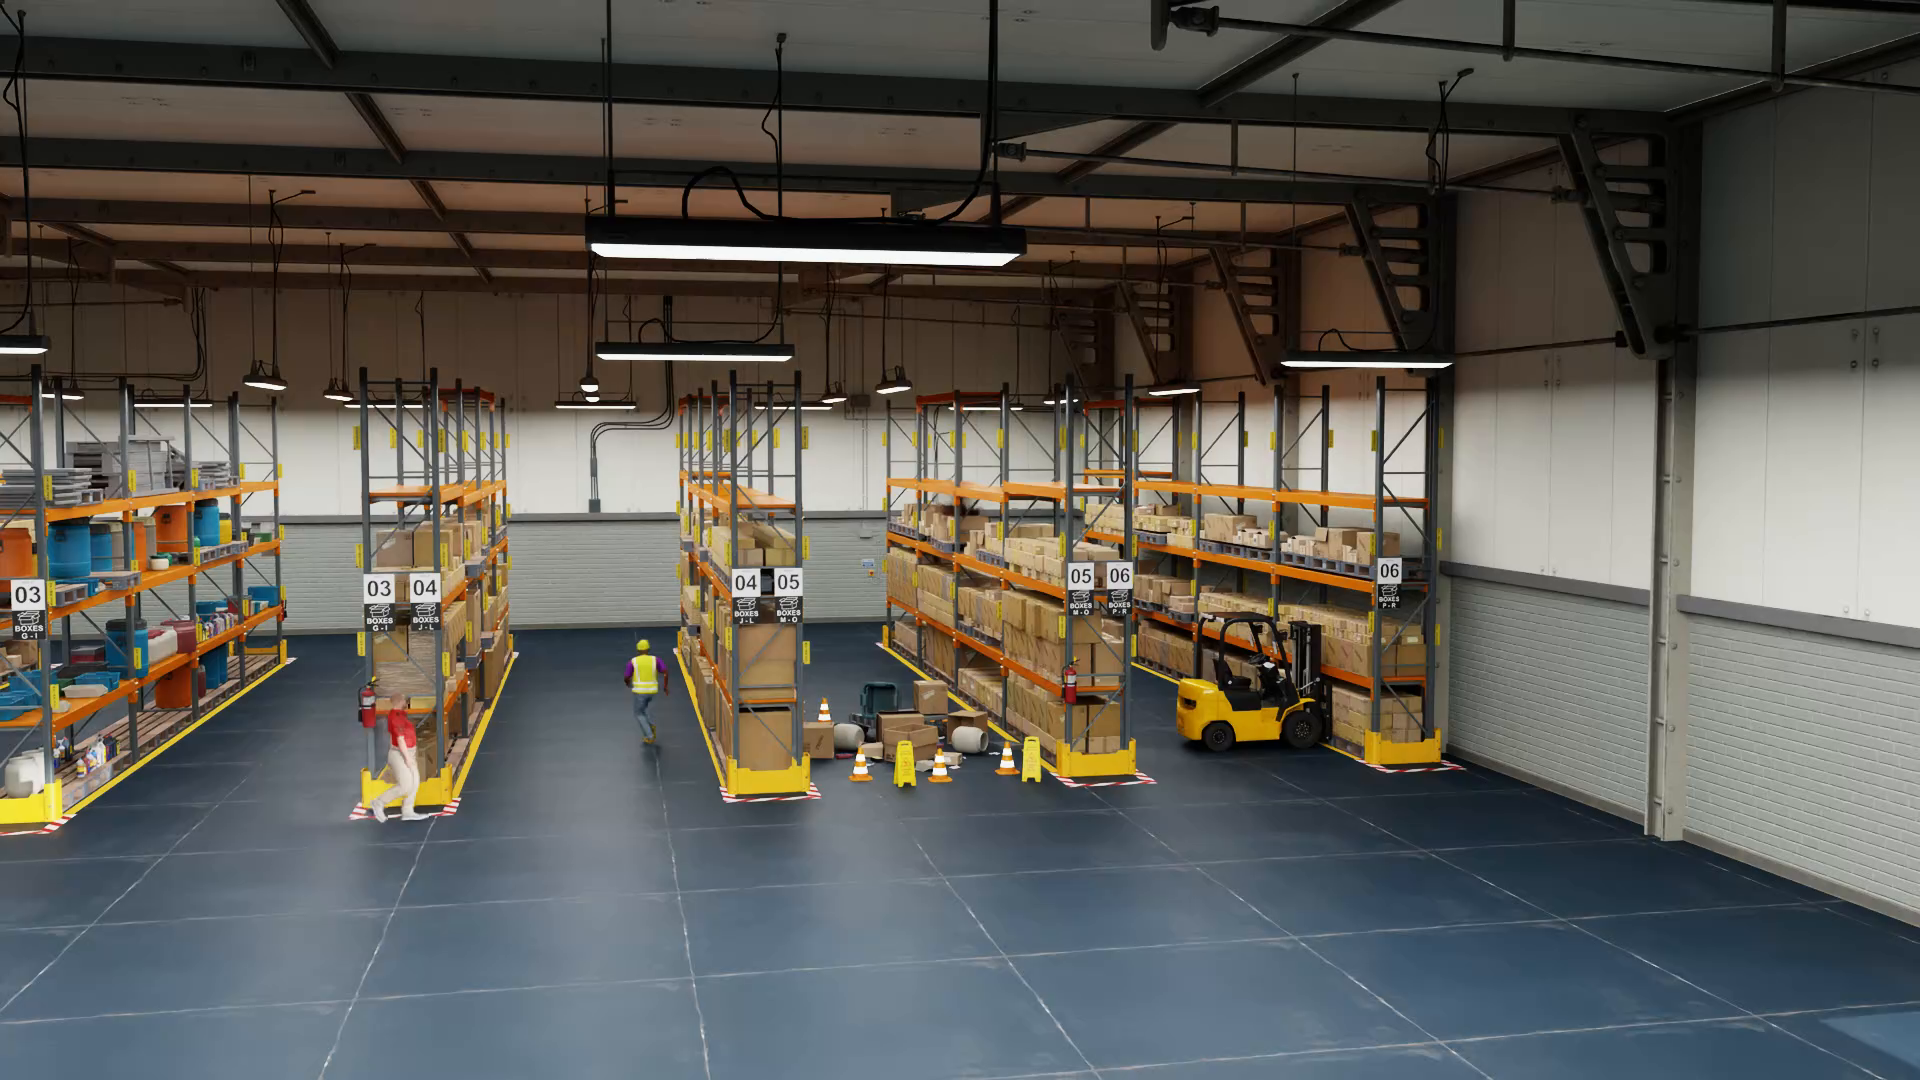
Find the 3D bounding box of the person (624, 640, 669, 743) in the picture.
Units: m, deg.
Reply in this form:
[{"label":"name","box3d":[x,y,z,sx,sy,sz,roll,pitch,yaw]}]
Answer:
[{"label":"person","box3d":[-5.272,2.502,27.617,0.737,1.702,0.647,3,5,42]}]

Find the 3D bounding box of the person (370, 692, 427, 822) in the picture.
[{"label":"person","box3d":[-7.363,2.842,21.786,0.669,1.700,0.554,0,3,-3]}]
